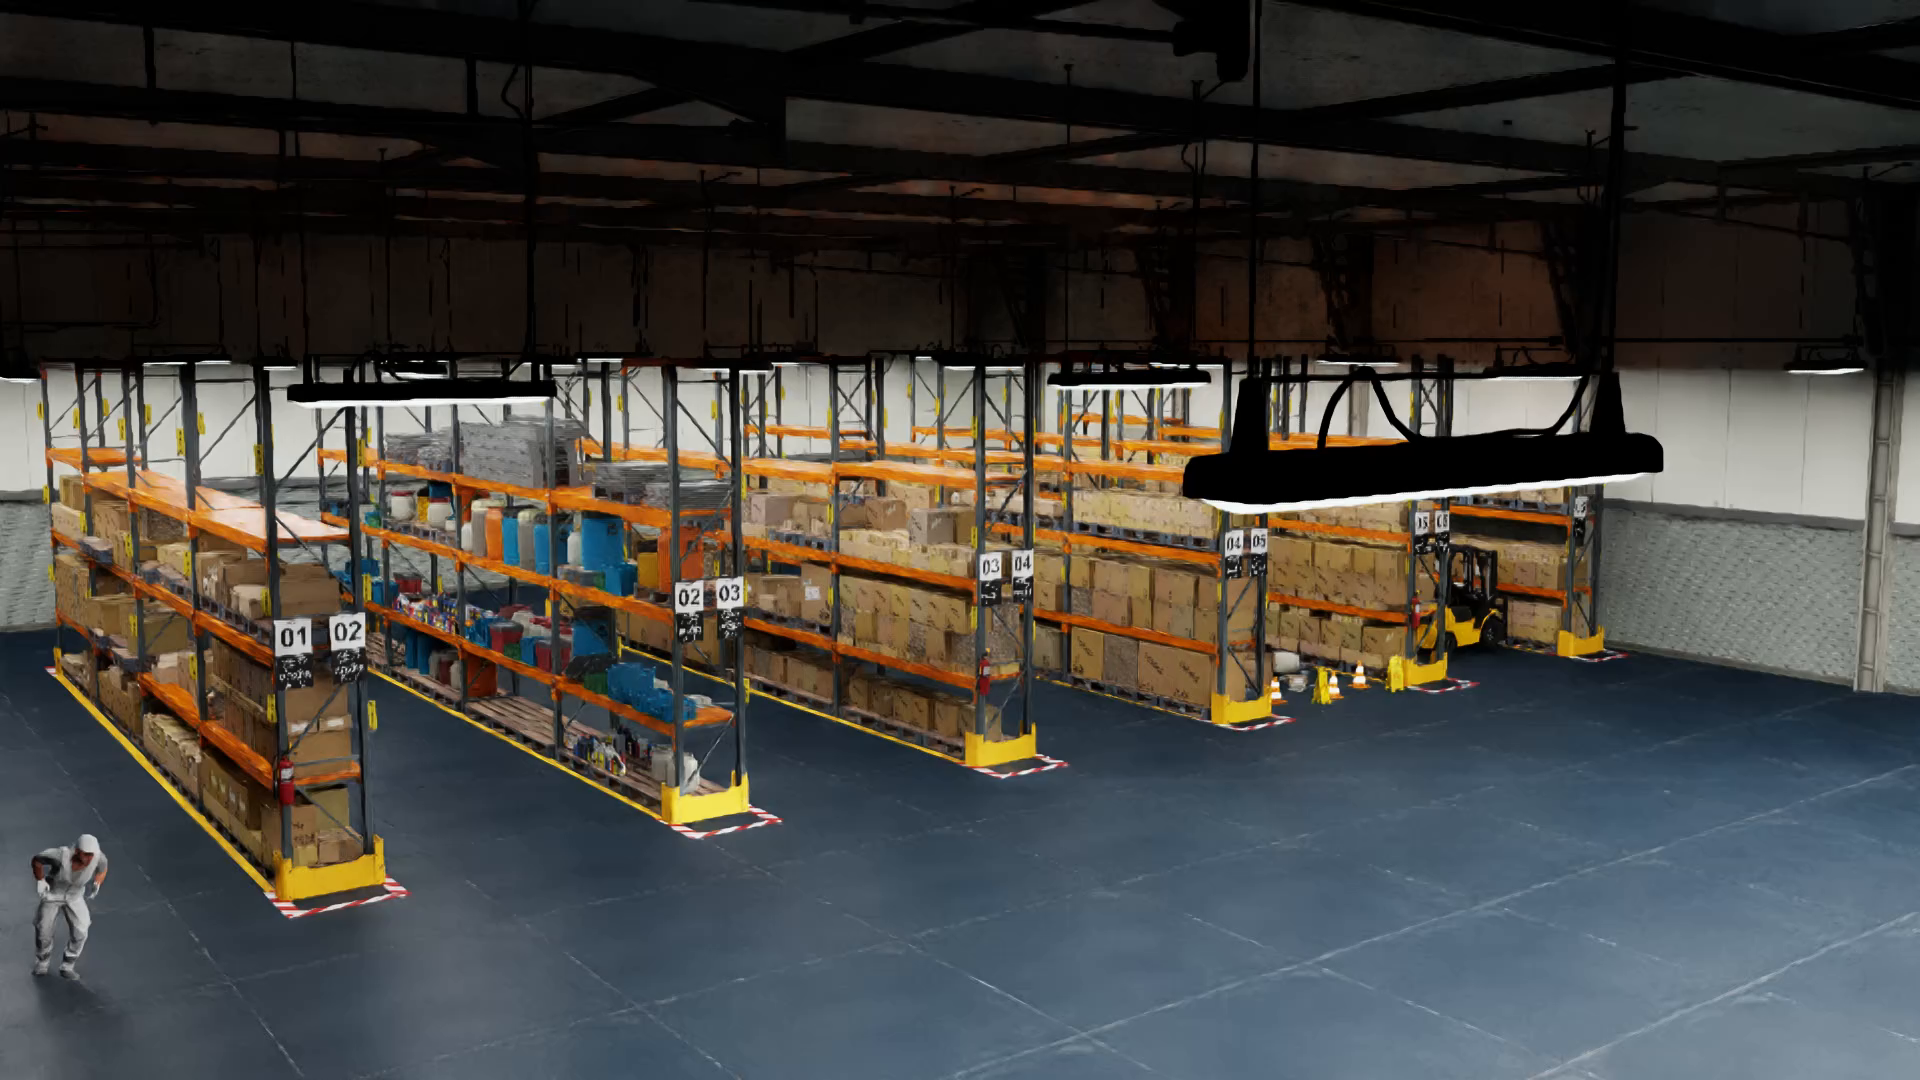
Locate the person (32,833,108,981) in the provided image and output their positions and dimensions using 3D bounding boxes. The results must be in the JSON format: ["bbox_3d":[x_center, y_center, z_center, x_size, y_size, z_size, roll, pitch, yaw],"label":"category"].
[{"bbox_3d":[-8.843,3.614,16.565,0.671,1.524,0.969,-6,9,-42],"label":"person"}]
